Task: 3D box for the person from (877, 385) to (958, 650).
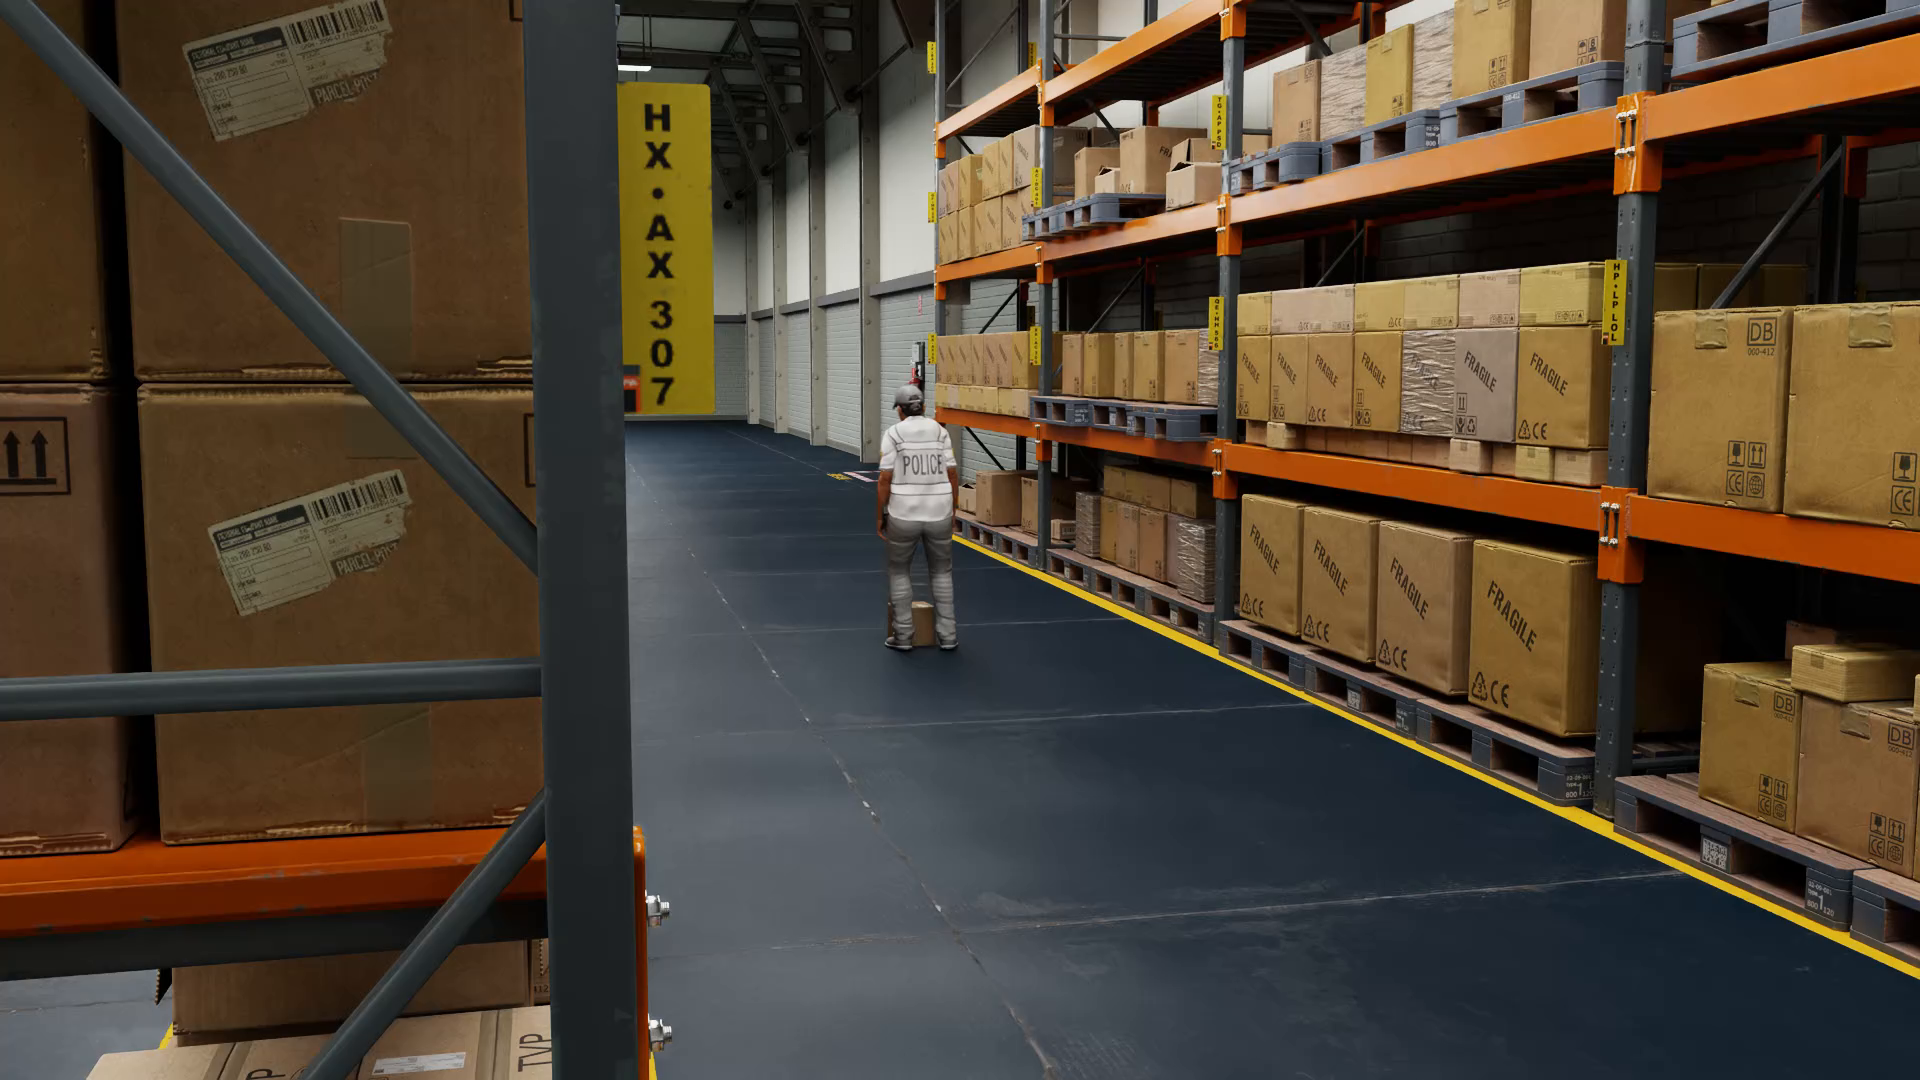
[{"bbox_3d":[-0.261,-0.138,10.421,0.558,1.665,0.468,-2,7,-17],"label":"person"}]
